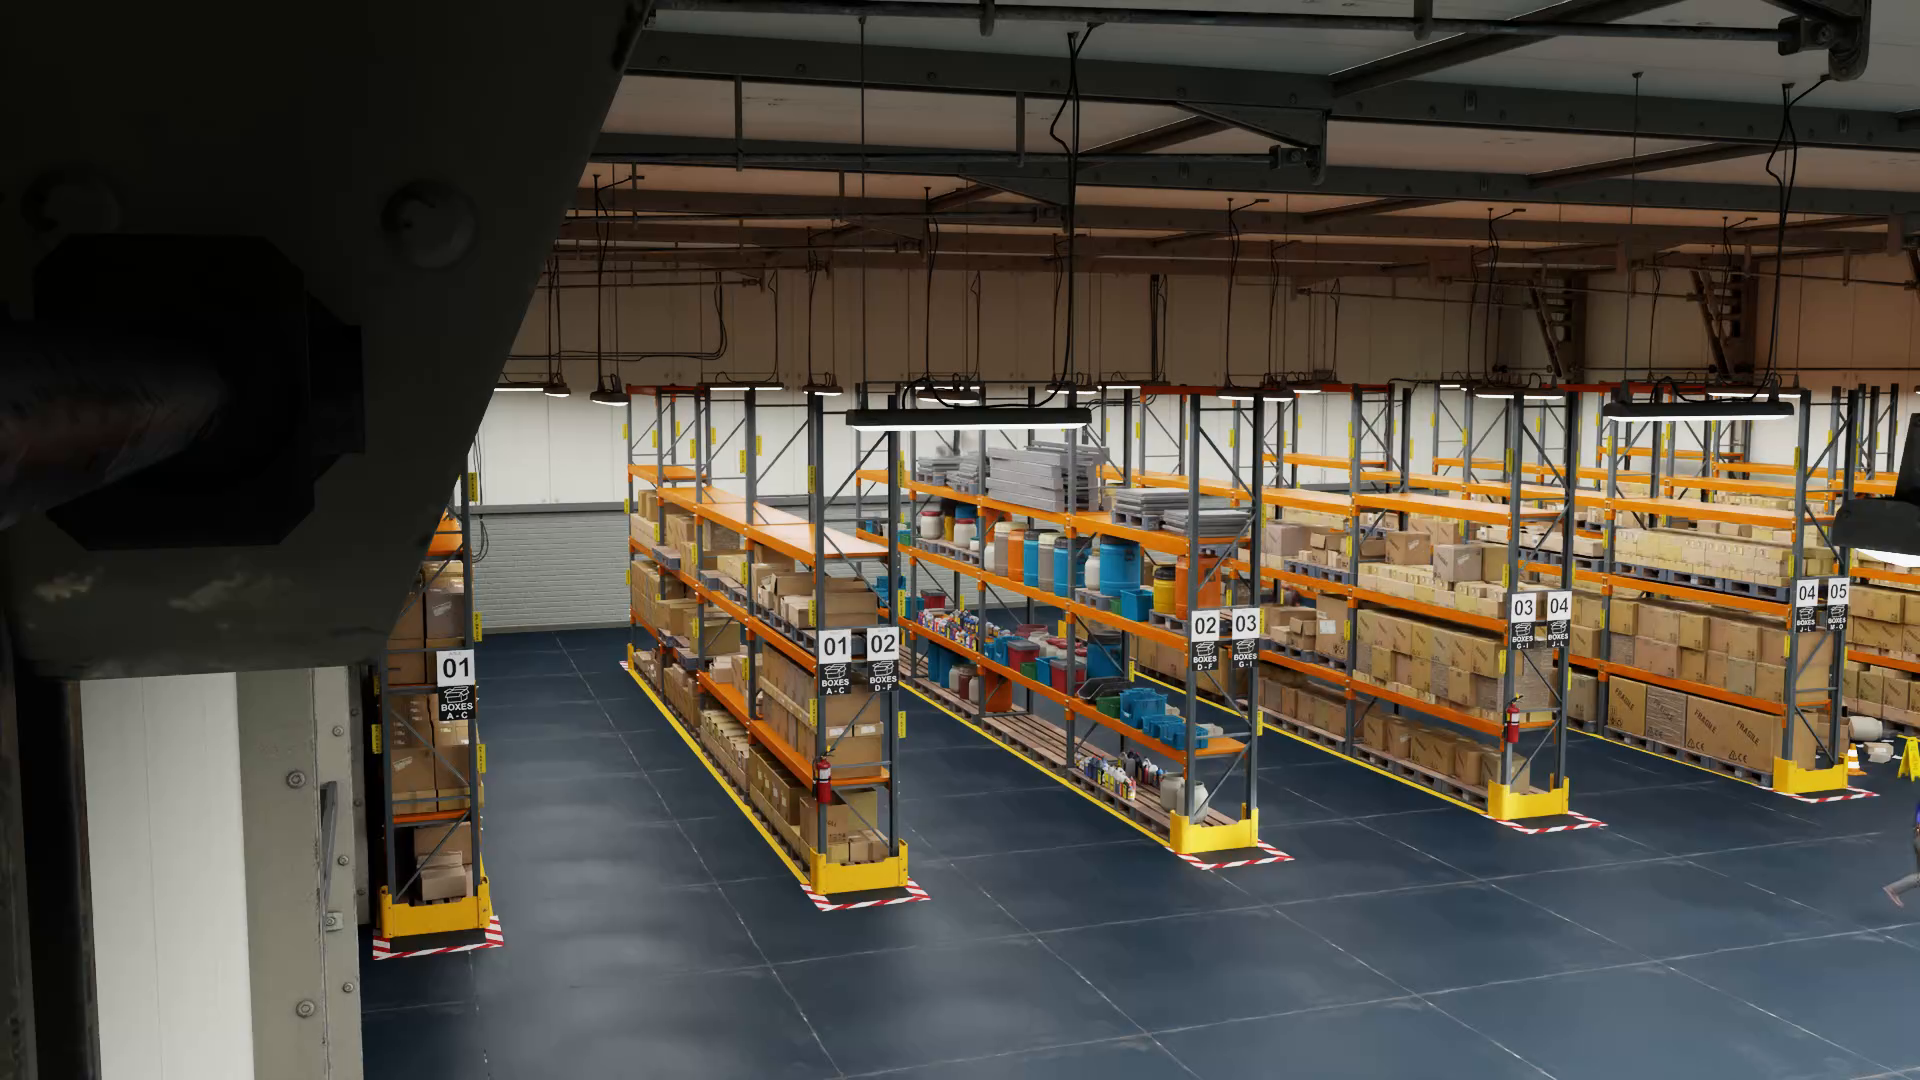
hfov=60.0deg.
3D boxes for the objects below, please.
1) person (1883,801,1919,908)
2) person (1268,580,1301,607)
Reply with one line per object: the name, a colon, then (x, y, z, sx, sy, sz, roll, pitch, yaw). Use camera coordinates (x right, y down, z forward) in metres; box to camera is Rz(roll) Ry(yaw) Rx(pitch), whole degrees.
person: (11.100, 3.553, 19.131, 0.773, 1.658, 0.574, 2, 6, 17)
person: (7.125, 1.729, 36.228, 0.670, 1.818, 0.784, -2, 6, -16)
